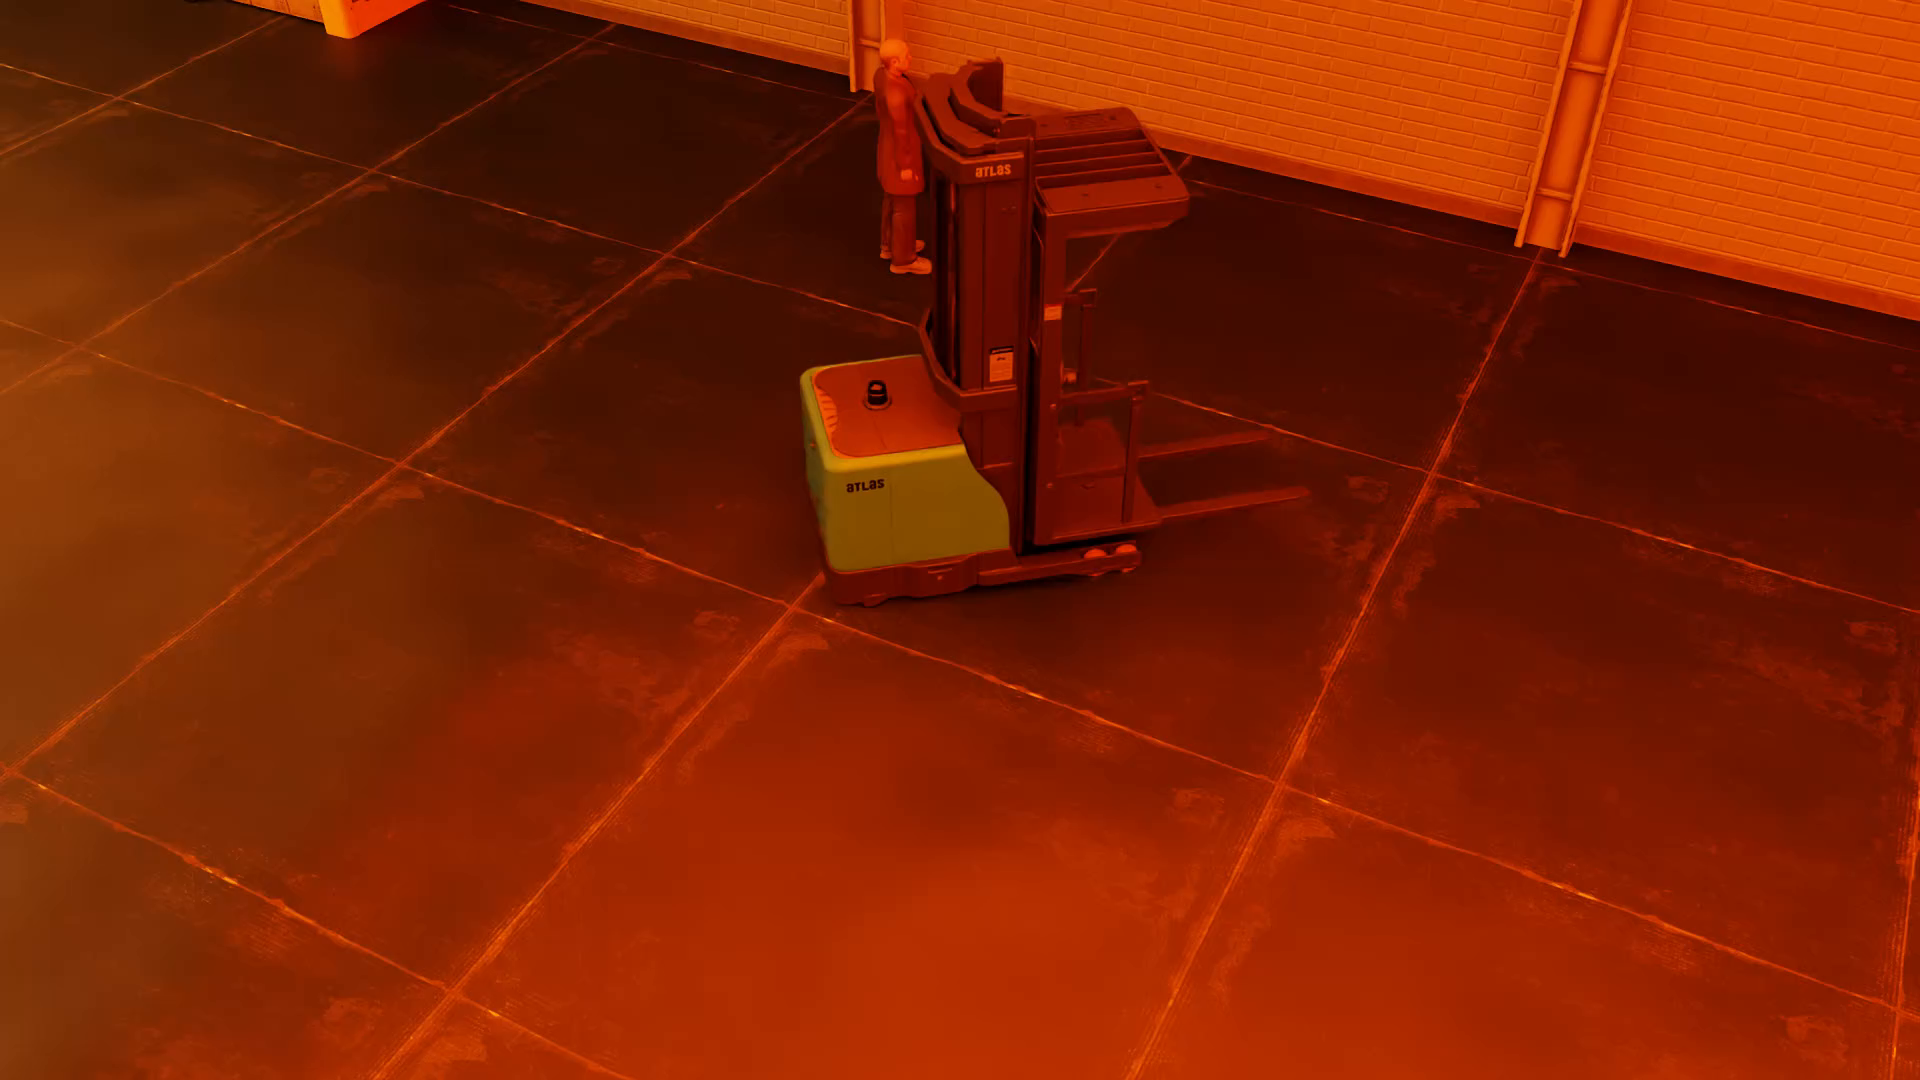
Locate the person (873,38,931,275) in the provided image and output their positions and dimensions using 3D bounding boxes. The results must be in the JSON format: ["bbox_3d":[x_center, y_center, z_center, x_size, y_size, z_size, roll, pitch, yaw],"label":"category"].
[{"bbox_3d":[-0.410,-2.843,12.254,0.389,1.782,0.547,-11,41,-13],"label":"person"}]

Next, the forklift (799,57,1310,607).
[{"bbox_3d":[0.614,-1.226,9.442,3.031,2.935,1.130,-8,41,-10],"label":"forklift"}]
